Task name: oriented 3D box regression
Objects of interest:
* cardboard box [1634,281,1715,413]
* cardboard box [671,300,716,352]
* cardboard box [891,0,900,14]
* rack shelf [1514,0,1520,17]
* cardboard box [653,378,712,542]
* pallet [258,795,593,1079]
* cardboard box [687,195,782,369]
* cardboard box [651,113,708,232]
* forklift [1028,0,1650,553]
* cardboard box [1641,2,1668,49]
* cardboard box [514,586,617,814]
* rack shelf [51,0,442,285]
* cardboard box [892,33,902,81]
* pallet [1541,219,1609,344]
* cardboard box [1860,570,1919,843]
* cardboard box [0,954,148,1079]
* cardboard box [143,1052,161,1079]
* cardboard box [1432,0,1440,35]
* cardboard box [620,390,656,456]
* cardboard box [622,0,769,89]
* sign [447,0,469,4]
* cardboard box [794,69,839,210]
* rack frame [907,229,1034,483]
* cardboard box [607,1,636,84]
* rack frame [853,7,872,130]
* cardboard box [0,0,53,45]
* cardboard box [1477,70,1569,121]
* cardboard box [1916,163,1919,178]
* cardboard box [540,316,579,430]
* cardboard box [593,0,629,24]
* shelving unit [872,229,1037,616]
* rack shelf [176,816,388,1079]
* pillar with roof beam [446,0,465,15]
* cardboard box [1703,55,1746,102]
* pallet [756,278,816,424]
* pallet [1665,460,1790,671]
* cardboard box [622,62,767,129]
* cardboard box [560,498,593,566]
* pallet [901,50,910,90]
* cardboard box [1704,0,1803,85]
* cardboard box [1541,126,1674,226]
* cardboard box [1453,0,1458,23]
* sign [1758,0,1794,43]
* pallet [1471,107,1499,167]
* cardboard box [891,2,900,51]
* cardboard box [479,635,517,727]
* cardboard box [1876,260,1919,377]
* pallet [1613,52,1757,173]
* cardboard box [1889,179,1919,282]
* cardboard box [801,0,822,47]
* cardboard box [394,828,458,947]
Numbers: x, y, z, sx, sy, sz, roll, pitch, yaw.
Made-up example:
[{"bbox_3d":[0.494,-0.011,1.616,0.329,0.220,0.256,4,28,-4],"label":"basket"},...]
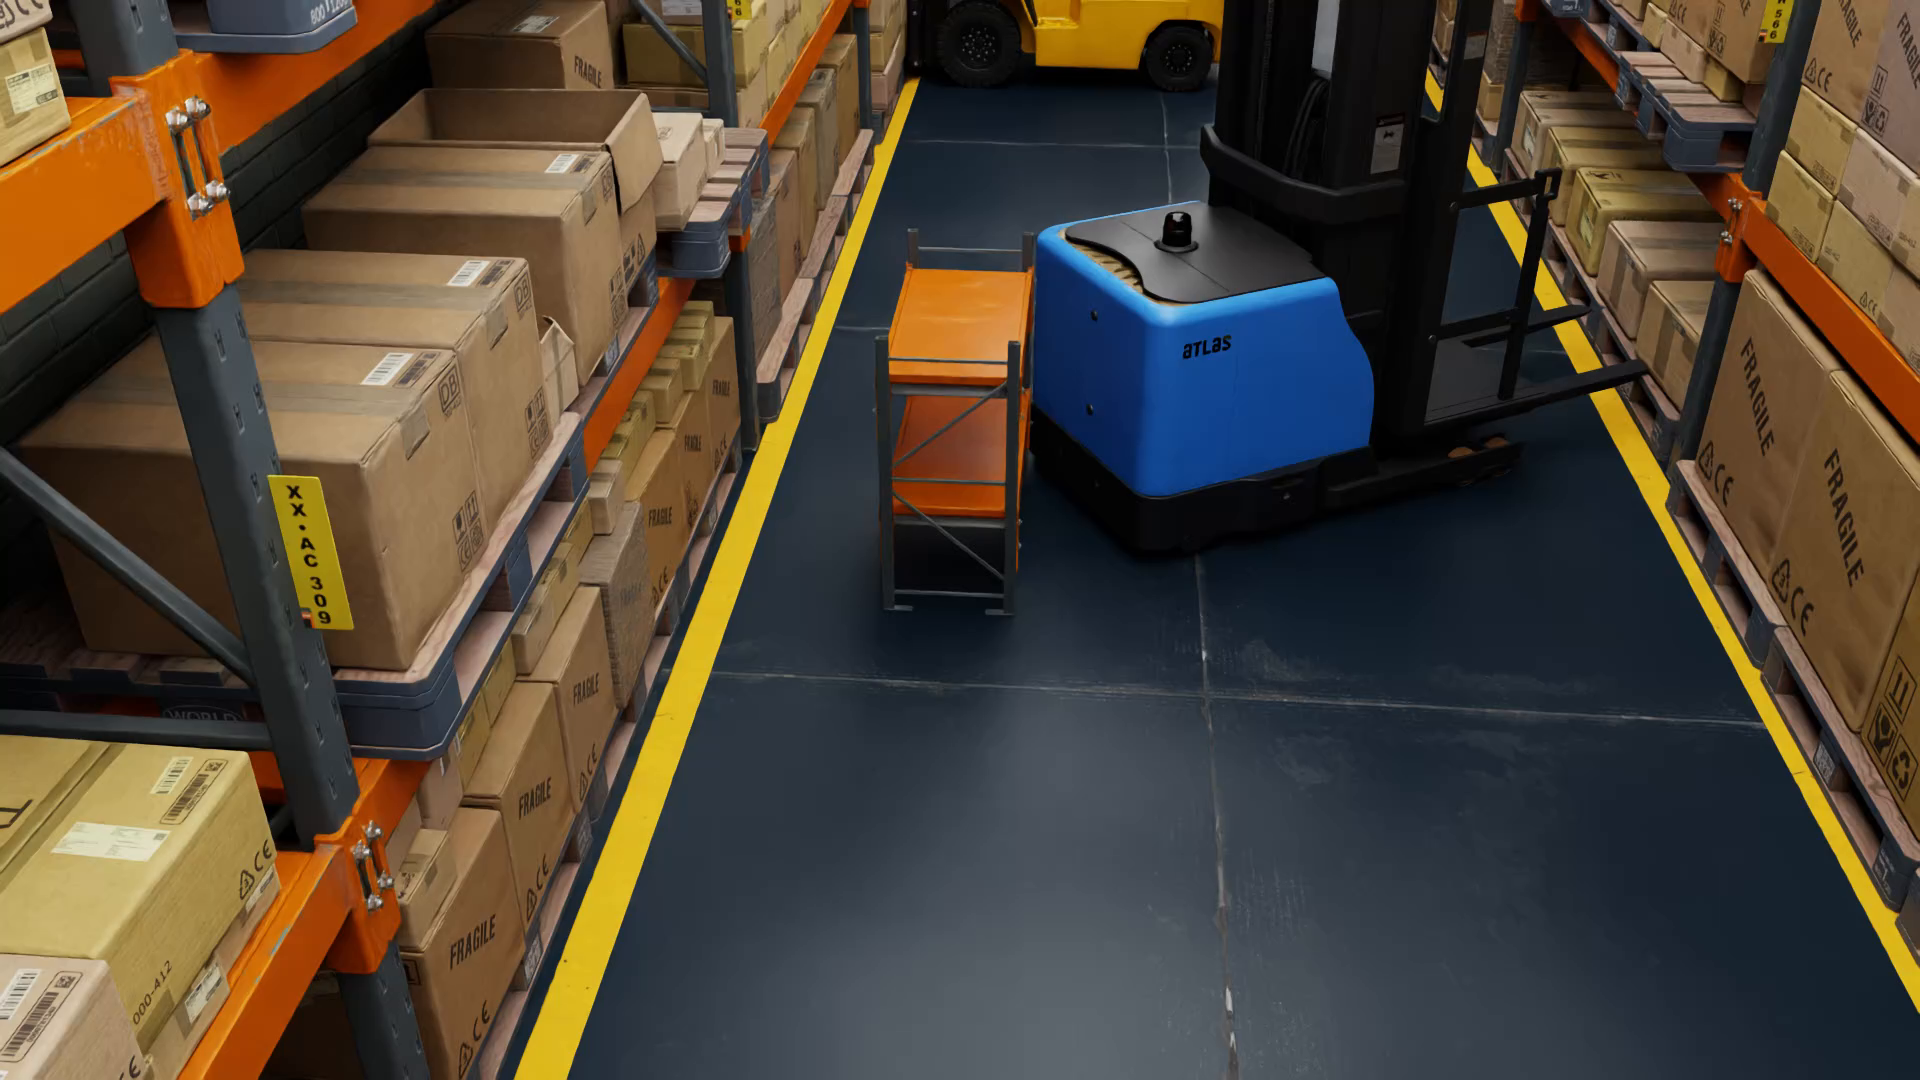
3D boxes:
[{"bbox_3d":[3.606,-0.861,7.392,0.950,0.372,0.625,0,32,1],"label":"cardboard box"},{"bbox_3d":[-1.185,-0.837,6.614,0.380,0.149,0.250,1,32,2],"label":"cardboard box"},{"bbox_3d":[-0.668,-3.748,11.240,0.500,0.250,0.500,3,32,4],"label":"cardboard box"},{"bbox_3d":[4.039,-4.337,11.614,1.077,0.370,4.000,2,32,4],"label":"rack shelf"},{"bbox_3d":[-1.269,-0.339,6.423,0.500,0.500,0.500,2,32,3],"label":"cardboard box"},{"bbox_3d":[-1.694,1.136,4.705,1.003,0.211,1.213,2,32,4],"label":"pallet"},{"bbox_3d":[-1.333,-1.209,7.716,0.875,0.625,0.625,3,32,6],"label":"cardboard box"},{"bbox_3d":[-1.161,-1.265,5.687,0.500,0.250,0.500,1,32,2],"label":"cardboard box"},{"bbox_3d":[1.854,-1.714,6.737,3.031,2.935,1.130,-14,34,-22],"label":"forklift"},{"bbox_3d":[3.305,-2.312,7.481,0.380,0.149,0.250,3,32,5],"label":"cardboard box"},{"bbox_3d":[-1.381,0.478,5.097,0.500,0.500,0.500,2,32,3],"label":"cardboard box"},{"bbox_3d":[-1.560,-1.641,4.380,1.077,0.370,4.000,2,32,4],"label":"rack shelf"},{"bbox_3d":[-0.676,-3.321,11.500,0.500,0.250,0.500,2,32,3],"label":"cardboard box"},{"bbox_3d":[3.717,-1.363,8.761,1.003,0.211,1.213,2,32,4],"label":"pallet"},{"bbox_3d":[3.261,0.511,4.686,0.875,0.875,0.875,3,32,5],"label":"cardboard box"},{"bbox_3d":[-1.547,0.852,2.367,0.500,0.250,0.500,3,32,4],"label":"cardboard box"},{"bbox_3d":[-1.494,0.934,2.614,0.380,0.149,0.250,3,32,5],"label":"cardboard box"},{"bbox_3d":[3.811,-4.021,12.636,0.500,0.250,0.500,4,32,6],"label":"cardboard box"},{"bbox_3d":[-1.309,-0.422,5.939,0.380,0.149,0.250,3,32,5],"label":"cardboard box"},{"bbox_3d":[-1.093,-2.085,6.941,0.500,0.250,0.500,2,32,4],"label":"cardboard box"},{"bbox_3d":[-1.951,-2.231,6.407,0.100,0.325,0.005,2,32,4],"label":"sign"},{"bbox_3d":[-1.174,-2.296,9.480,0.875,0.625,0.625,2,32,3],"label":"cardboard box"},{"bbox_3d":[0.041,-0.741,6.880,0.500,1.125,0.032,2,32,4],"label":"rack frame"},{"bbox_3d":[-1.638,-2.111,6.984,0.500,0.250,0.500,3,32,5],"label":"cardboard box"},{"bbox_3d":[-1.072,-3.807,10.069,1.000,3.000,0.127,2,32,4],"label":"rack frame"},{"bbox_3d":[-1.513,-0.701,2.029,0.500,0.250,0.500,3,32,4],"label":"cardboard box"},{"bbox_3d":[3.656,-2.926,10.860,0.500,0.250,0.500,4,32,6],"label":"cardboard box"},{"bbox_3d":[3.178,-1.197,4.785,0.500,0.500,0.500,3,32,5],"label":"cardboard box"},{"bbox_3d":[-1.227,-0.456,4.358,0.396,0.266,0.258,4,32,6],"label":"cardboard box"},{"bbox_3d":[-1.573,-2.213,6.769,0.380,0.149,0.250,3,32,6],"label":"cardboard box"},{"bbox_3d":[-0.001,-0.475,6.449,0.538,1.125,1.048,2,32,4],"label":"shelving unit"},{"bbox_3d":[-1.886,1.728,1.773,1.077,0.370,4.000,2,32,4],"label":"rack shelf"},{"bbox_3d":[2.101,-4.806,5.971,9.100,9.000,0.400,2,32,4],"label":"pillar with roof beam"},{"bbox_3d":[3.292,-1.902,6.817,0.380,0.149,0.250,3,32,5],"label":"cardboard box"},{"bbox_3d":[-1.291,-0.957,8.102,1.003,0.211,1.213,2,32,4],"label":"pallet"},{"bbox_3d":[3.411,0.090,6.402,1.003,0.211,1.213,2,32,4],"label":"pallet"},{"bbox_3d":[-1.118,-1.874,7.074,0.500,0.250,0.500,3,32,4],"label":"cardboard box"},{"bbox_3d":[-1.392,-0.019,5.286,0.380,0.149,0.250,3,32,4],"label":"cardboard box"},{"bbox_3d":[-0.868,-3.674,12.510,1.003,0.211,1.213,2,32,4],"label":"pallet"},{"bbox_3d":[3.310,-2.103,6.525,0.500,0.500,0.500,2,32,3],"label":"cardboard box"},{"bbox_3d":[3.781,-2.007,9.252,0.950,0.372,0.625,4,32,7],"label":"cardboard box"},{"bbox_3d":[3.737,-3.778,11.528,0.500,0.500,0.500,4,32,7],"label":"cardboard box"},{"bbox_3d":[3.009,-1.983,6.081,0.100,0.325,0.005,2,32,4],"label":"sign"},{"bbox_3d":[3.895,-2.763,11.032,1.003,0.211,1.213,2,32,4],"label":"pallet"},{"bbox_3d":[-0.686,-3.532,11.366,0.500,0.250,0.500,2,32,4],"label":"cardboard box"},{"bbox_3d":[-1.465,0.382,4.635,0.380,0.149,0.250,2,32,3],"label":"cardboard box"},{"bbox_3d":[3.187,-0.653,5.094,0.500,0.250,0.500,3,32,6],"label":"cardboard box"},{"bbox_3d":[3.502,-1.801,6.997,1.213,0.211,1.003,2,32,4],"label":"pallet"},{"bbox_3d":[3.167,-0.870,4.969,0.500,0.250,0.500,2,32,4],"label":"cardboard box"},{"bbox_3d":[-0.993,-2.677,8.378,0.500,0.250,0.500,3,32,6],"label":"cardboard box"},{"bbox_3d":[-1.429,0.809,3.942,0.380,0.149,0.250,4,32,6],"label":"cardboard box"}]
